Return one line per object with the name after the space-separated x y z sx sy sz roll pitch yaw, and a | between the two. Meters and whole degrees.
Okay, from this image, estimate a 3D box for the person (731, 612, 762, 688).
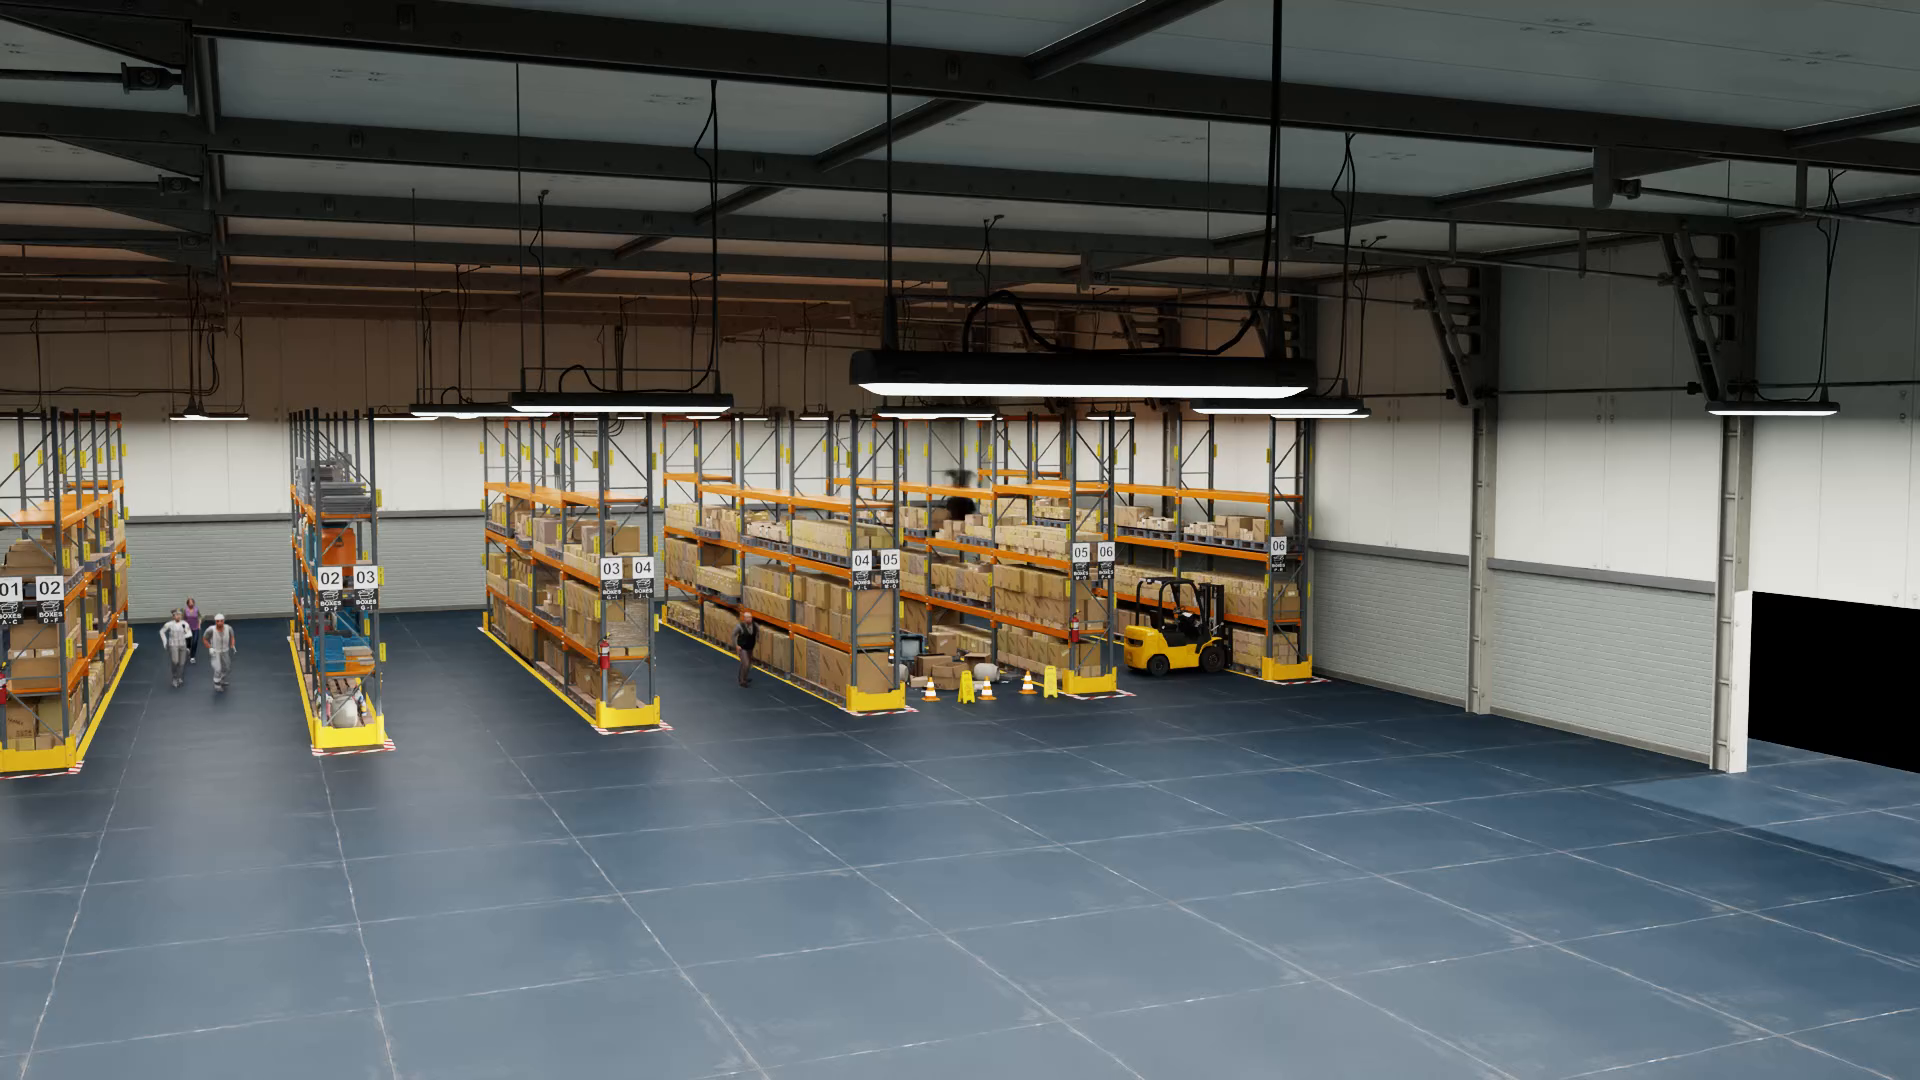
-4.632 2.391 36.240 0.894 1.678 0.711 3 5 40 | person

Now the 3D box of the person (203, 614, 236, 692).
-15.828 2.392 35.515 0.857 1.697 0.670 4 5 42 | person

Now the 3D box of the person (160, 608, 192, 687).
-17.053 2.343 36.238 0.599 1.717 0.694 -3 5 -36 | person

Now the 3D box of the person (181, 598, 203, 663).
-18.493 2.158 39.990 0.517 1.560 0.660 -2 5 -29 | person
